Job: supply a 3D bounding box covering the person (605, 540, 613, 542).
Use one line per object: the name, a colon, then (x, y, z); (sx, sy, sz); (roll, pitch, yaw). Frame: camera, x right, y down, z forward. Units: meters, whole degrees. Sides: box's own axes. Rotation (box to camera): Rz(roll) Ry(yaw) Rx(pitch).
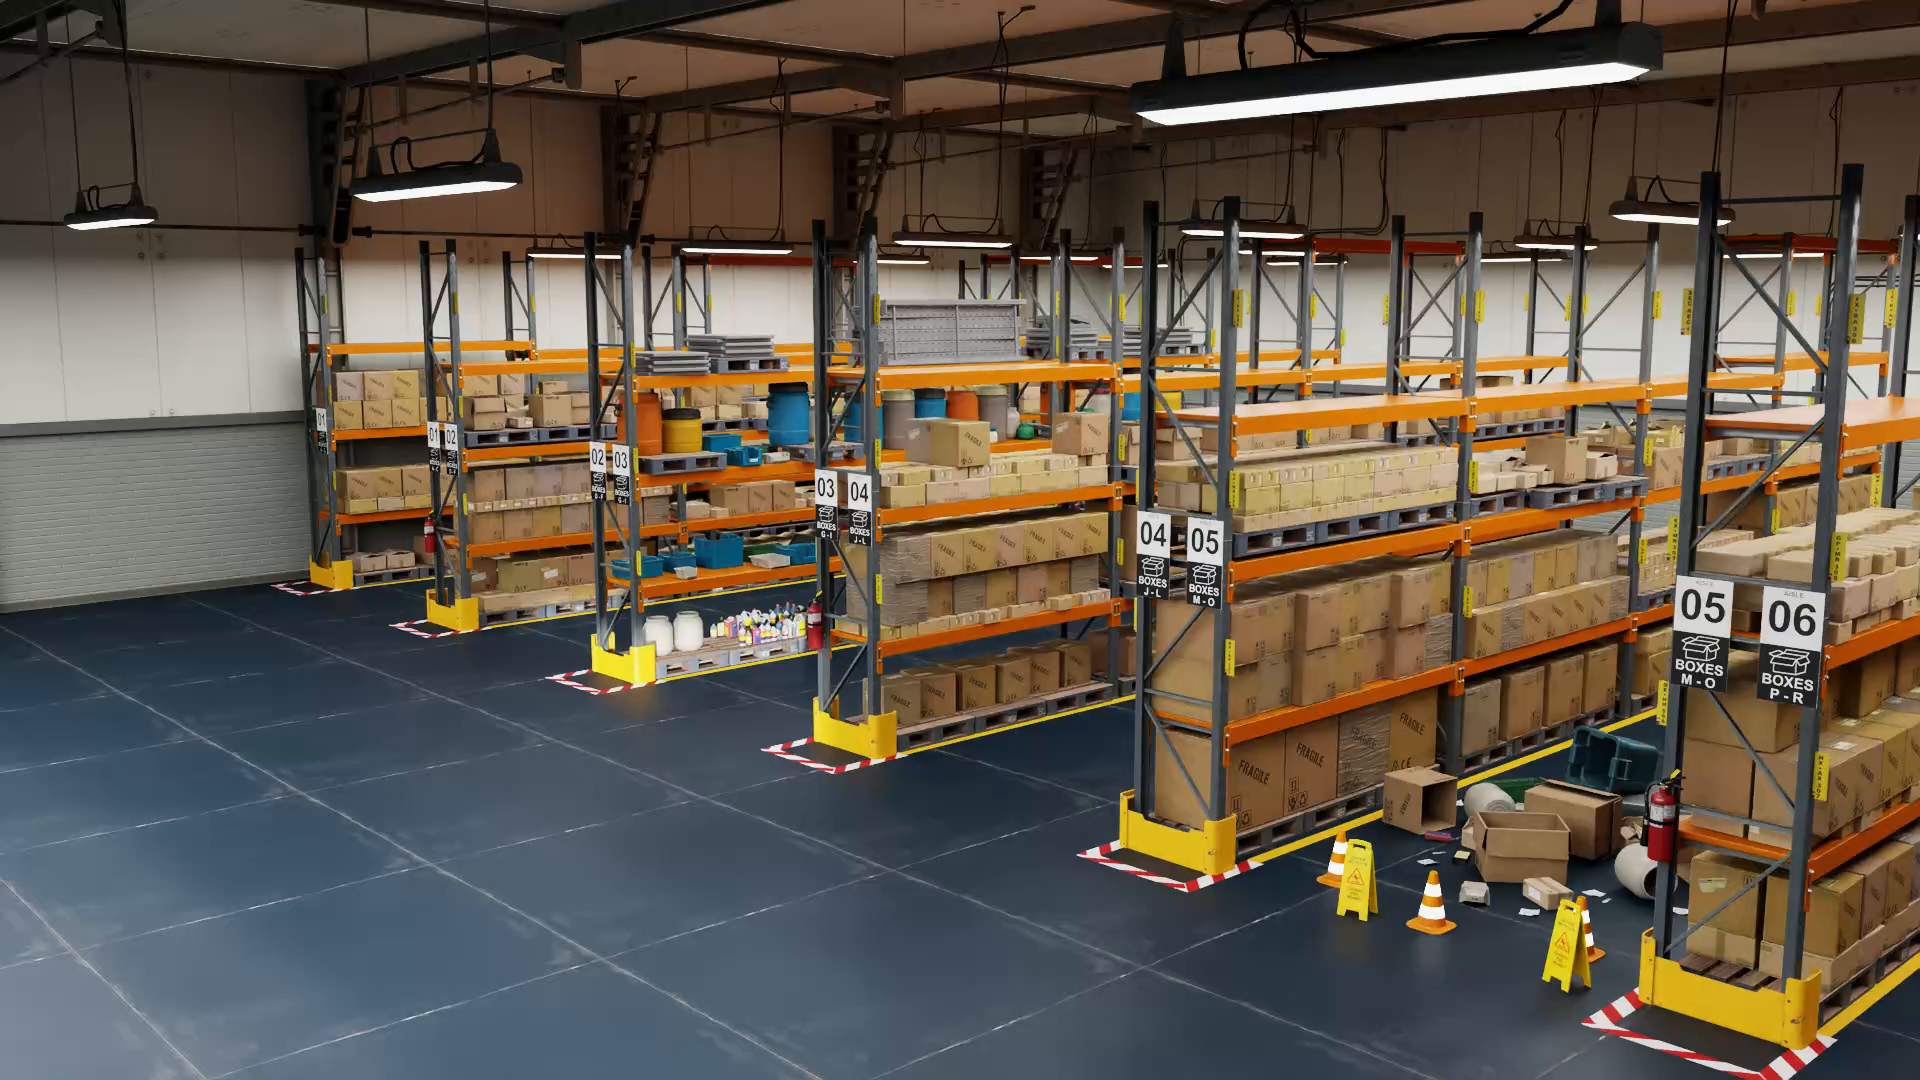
person: (-6.339, -0.041, 29.715); (0.557, 1.716, 0.901); (7, 11, 39)
